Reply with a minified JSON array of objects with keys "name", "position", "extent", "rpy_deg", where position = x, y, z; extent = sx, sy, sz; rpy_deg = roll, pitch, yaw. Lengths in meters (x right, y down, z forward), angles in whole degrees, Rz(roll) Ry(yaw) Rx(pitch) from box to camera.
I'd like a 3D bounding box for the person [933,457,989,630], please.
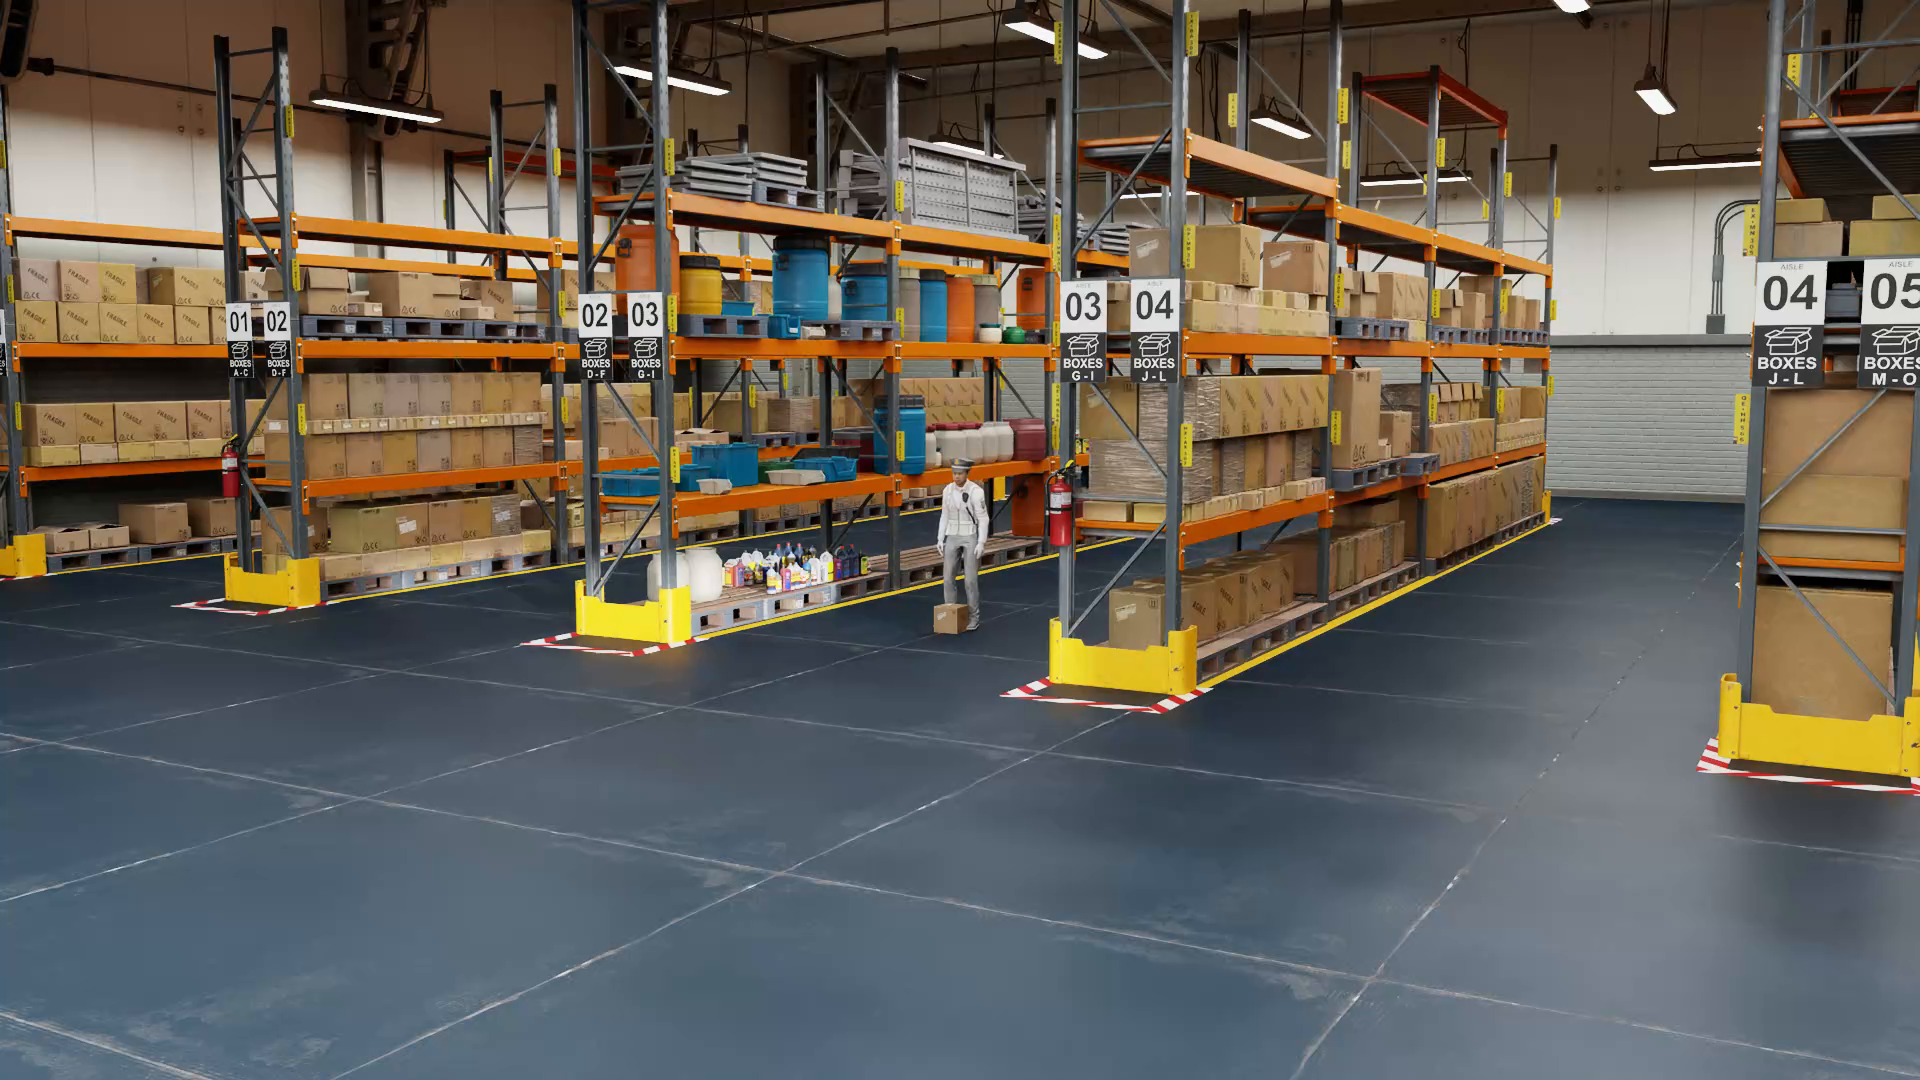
[{"name":"person","position":[0.020,0.028,16.091],"extent":[0.522,1.663,0.374],"rpy_deg":[3,7,28]}]
